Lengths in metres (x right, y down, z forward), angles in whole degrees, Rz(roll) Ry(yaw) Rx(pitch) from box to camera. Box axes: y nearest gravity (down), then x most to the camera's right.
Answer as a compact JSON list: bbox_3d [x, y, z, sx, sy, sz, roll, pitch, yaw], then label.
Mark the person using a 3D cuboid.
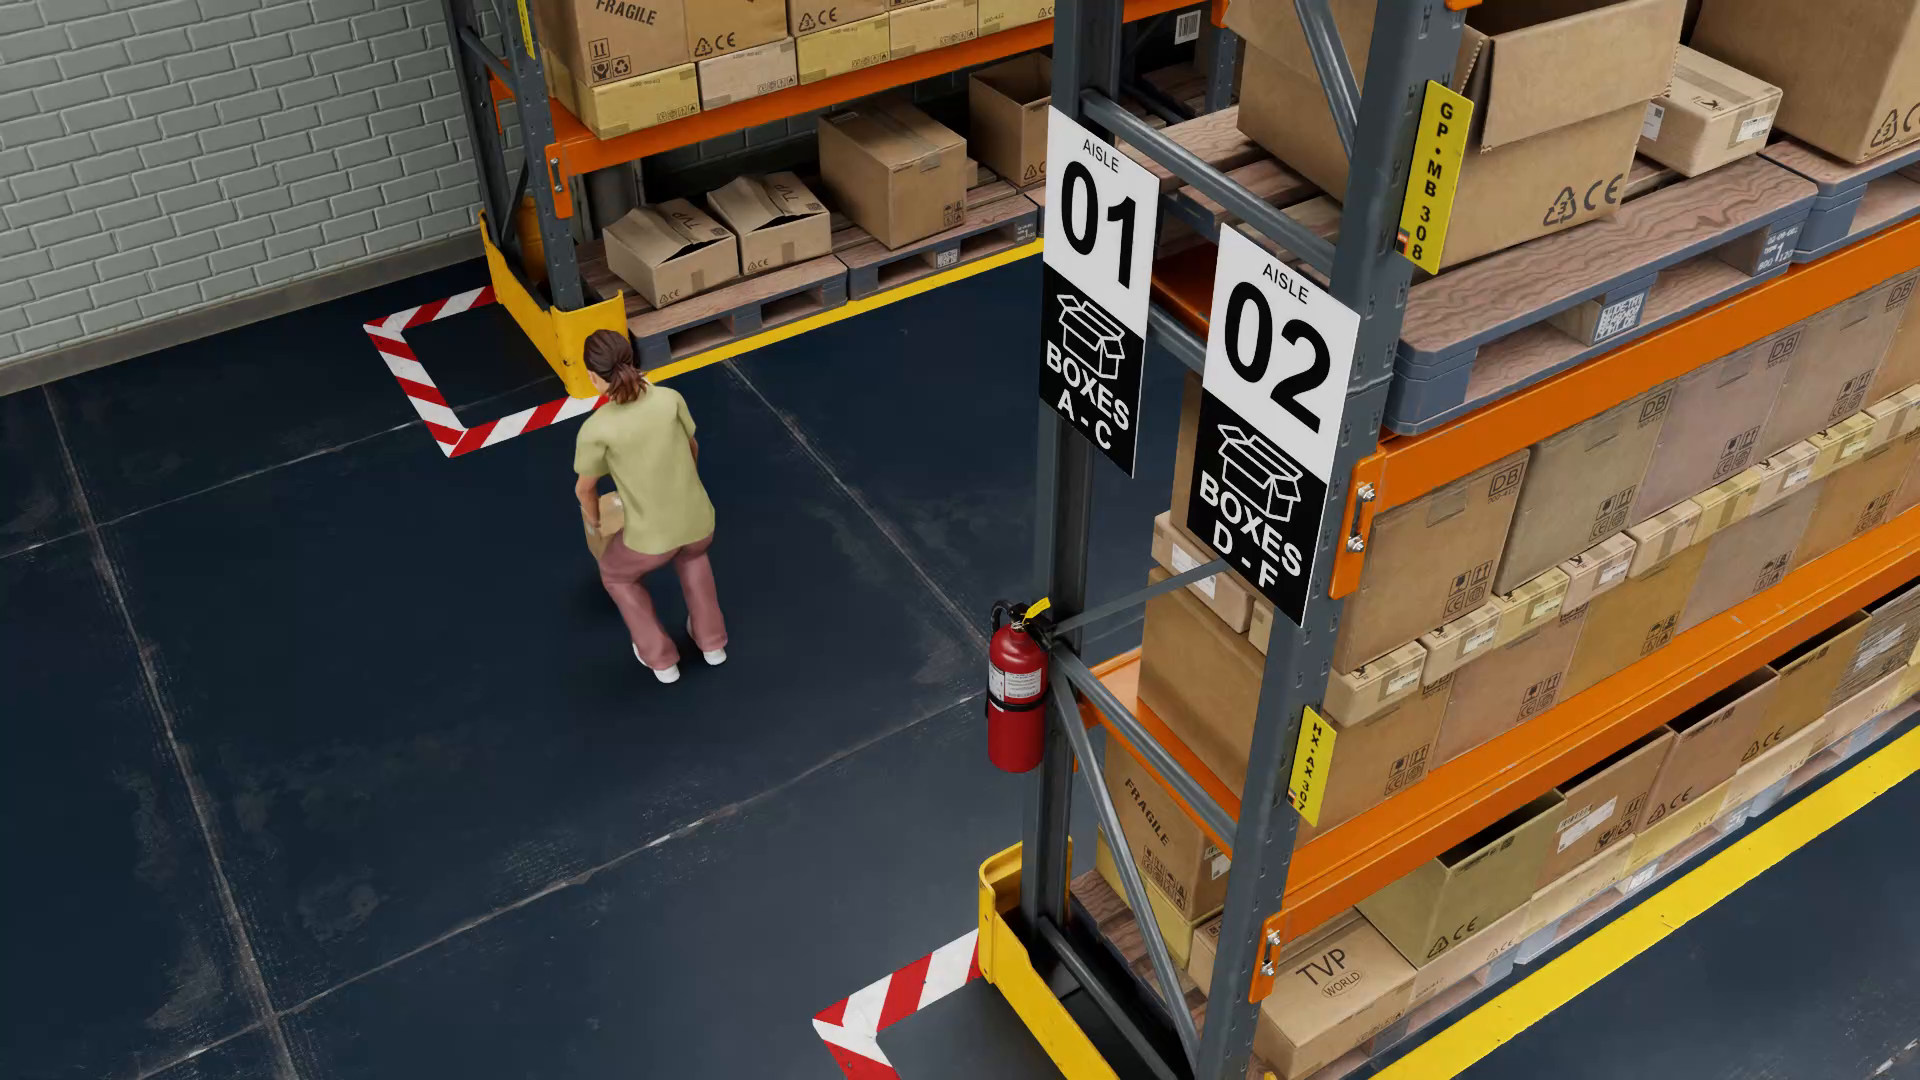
[{"bbox_3d":[-1.206,-0.098,6.417,0.502,1.493,0.554,-22,45,-23],"label":"person"}]
